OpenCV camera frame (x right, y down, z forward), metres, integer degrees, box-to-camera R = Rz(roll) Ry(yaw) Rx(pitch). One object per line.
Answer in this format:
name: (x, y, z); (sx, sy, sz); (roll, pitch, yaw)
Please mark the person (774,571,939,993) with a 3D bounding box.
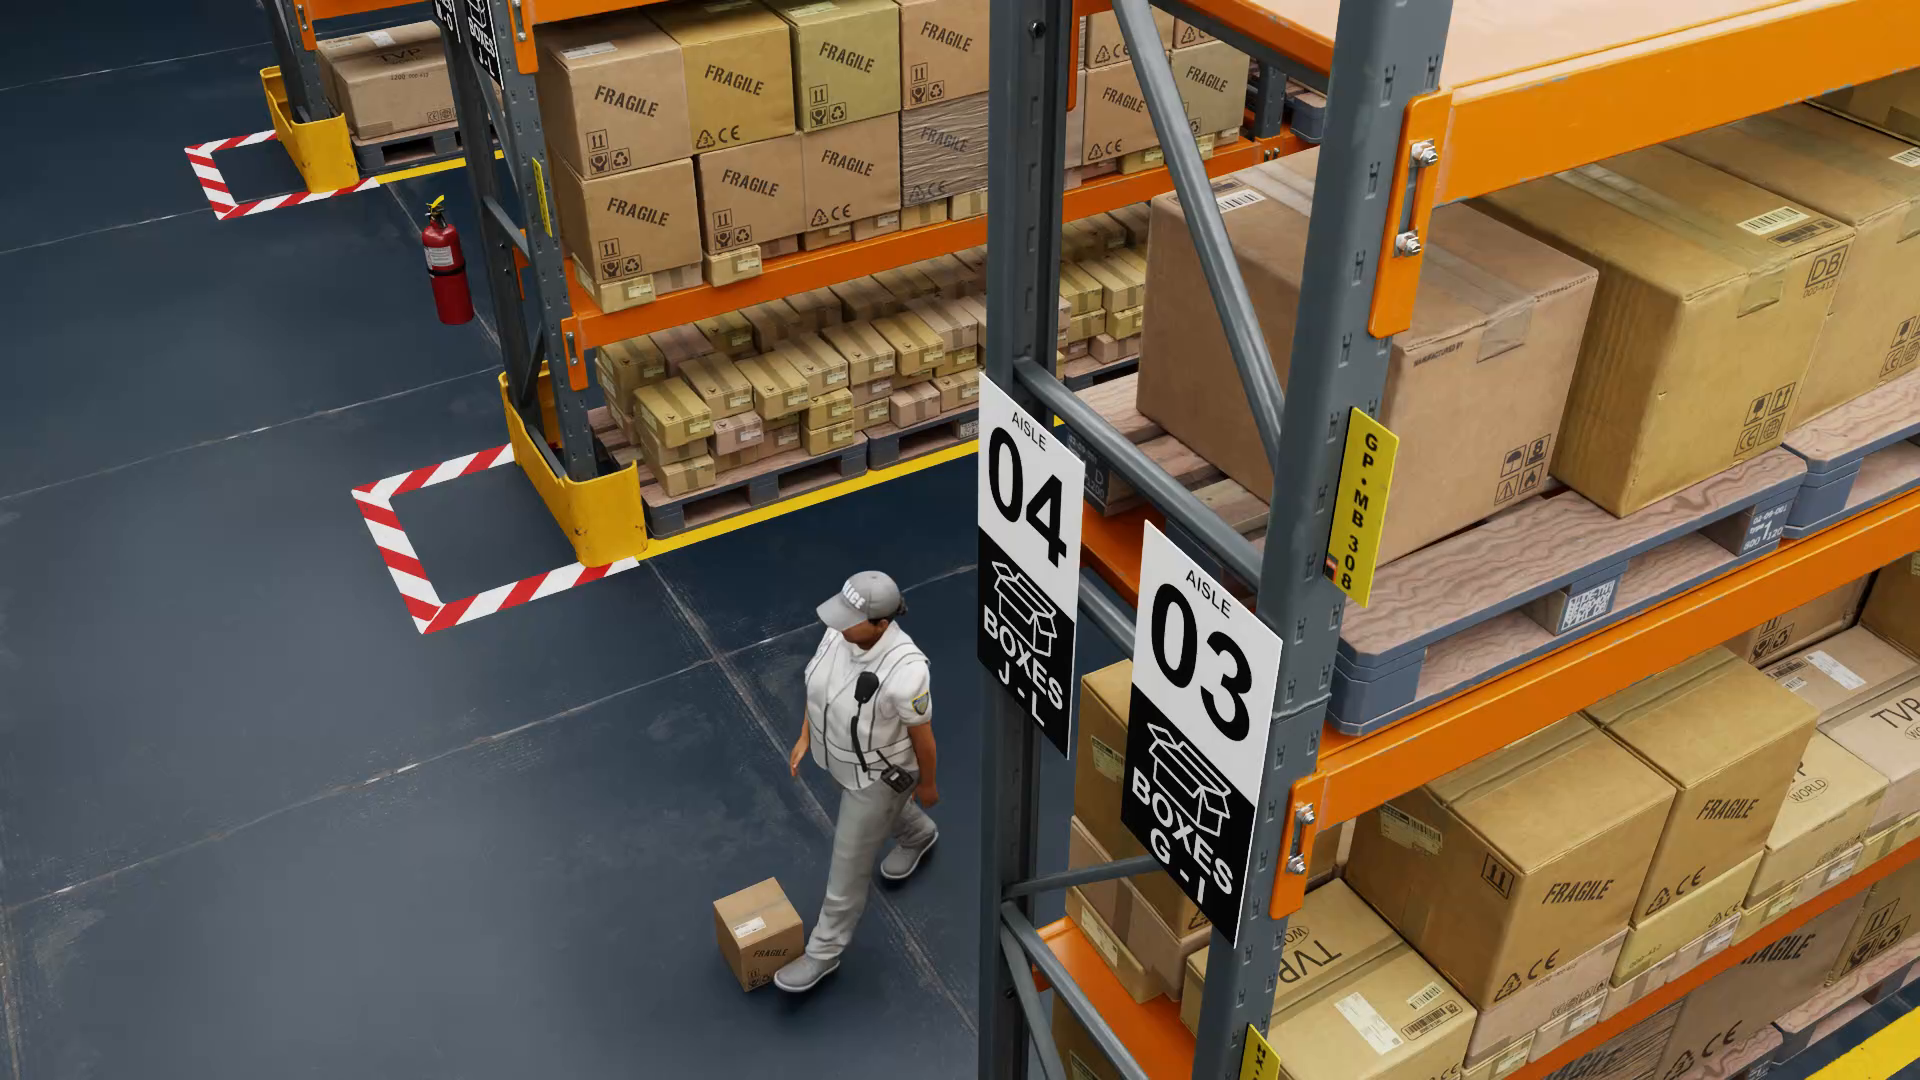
person: (-0.392, 0.791, 5.892); (0.940, 1.615, 0.499); (-26, 44, -31)
